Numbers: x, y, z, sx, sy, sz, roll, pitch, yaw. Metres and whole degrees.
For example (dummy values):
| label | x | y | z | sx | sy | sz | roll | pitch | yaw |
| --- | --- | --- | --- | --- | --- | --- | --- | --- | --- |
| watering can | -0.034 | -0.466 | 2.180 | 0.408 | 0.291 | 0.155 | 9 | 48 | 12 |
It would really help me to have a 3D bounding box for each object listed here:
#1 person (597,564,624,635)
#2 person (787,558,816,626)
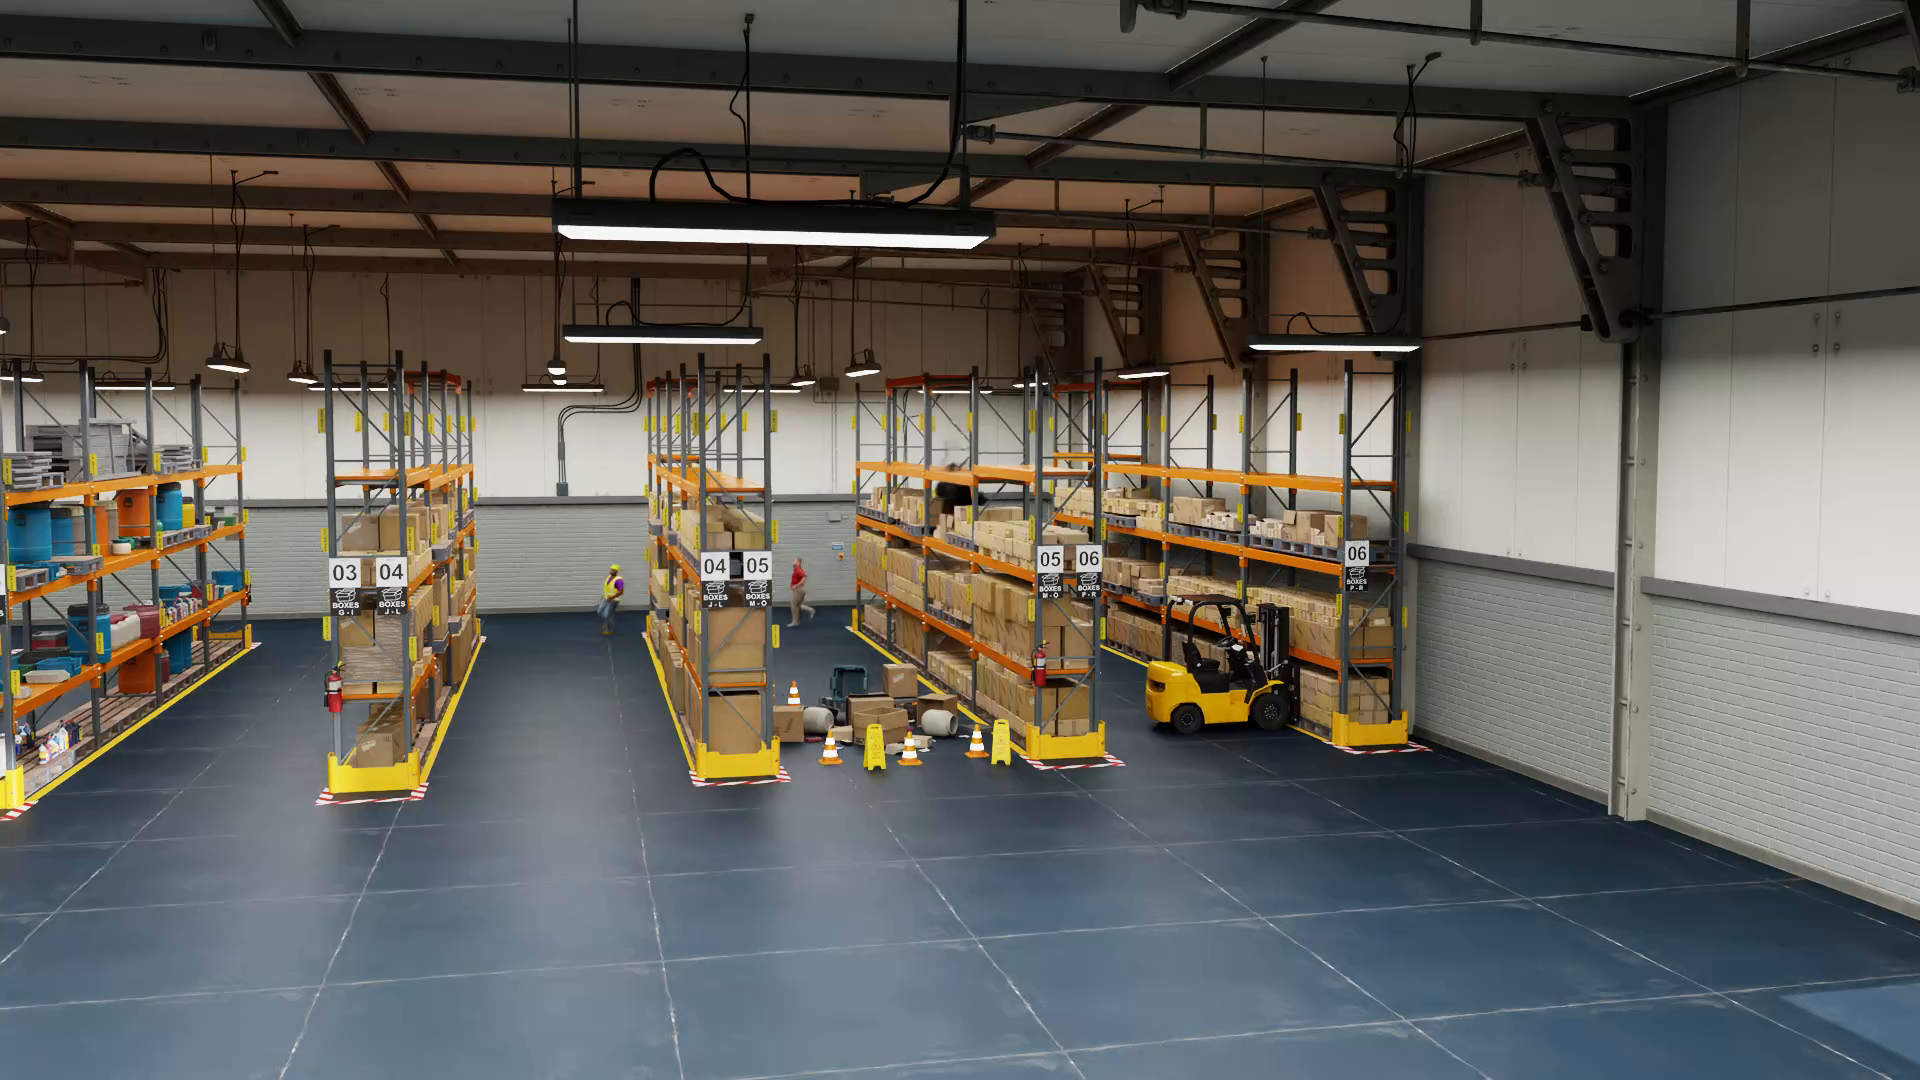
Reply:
| label | x | y | z | sx | sy | sz | roll | pitch | yaw |
| --- | --- | --- | --- | --- | --- | --- | --- | --- | --- |
| person | -8.281 | 1.416 | 39.366 | 0.744 | 1.695 | 0.574 | 3 | 5 | 36 |
| person | -3.935 | 1.298 | 41.330 | 0.760 | 1.709 | 0.667 | -1 | 4 | -11 |
